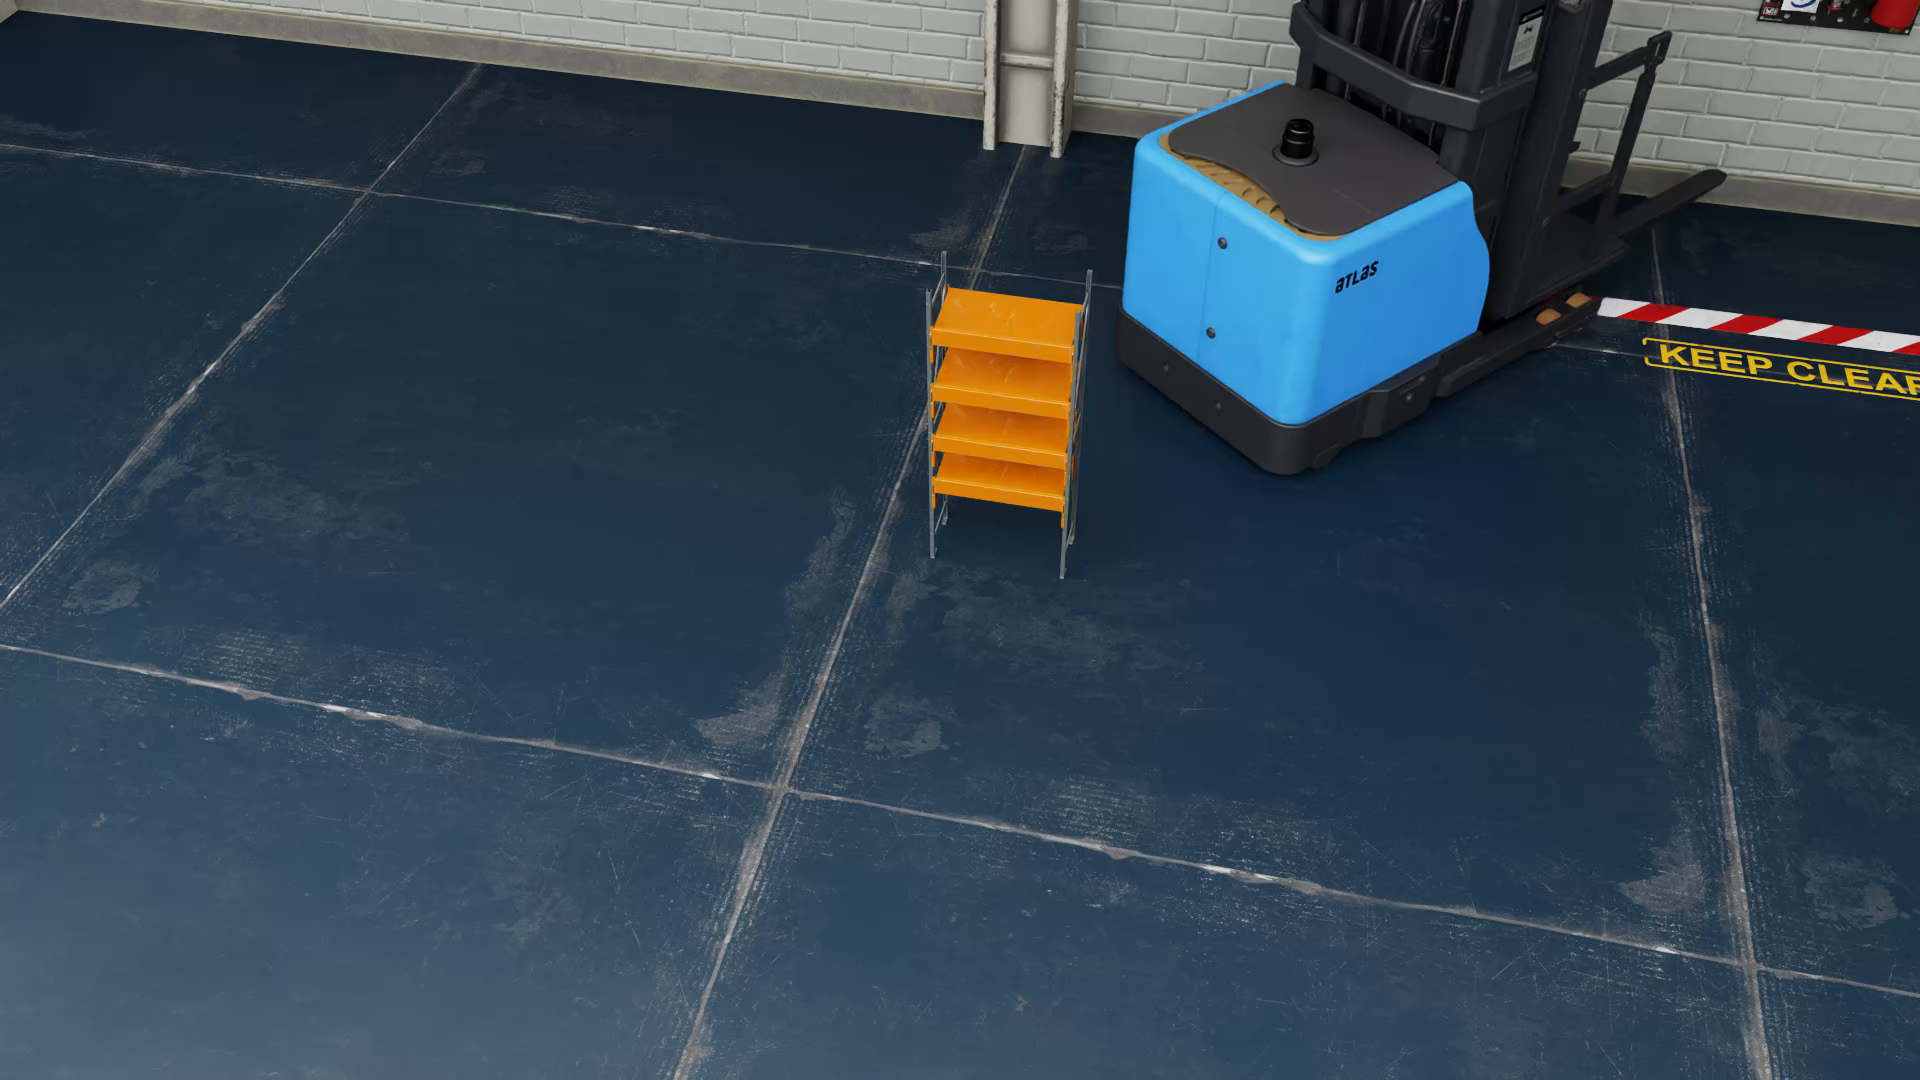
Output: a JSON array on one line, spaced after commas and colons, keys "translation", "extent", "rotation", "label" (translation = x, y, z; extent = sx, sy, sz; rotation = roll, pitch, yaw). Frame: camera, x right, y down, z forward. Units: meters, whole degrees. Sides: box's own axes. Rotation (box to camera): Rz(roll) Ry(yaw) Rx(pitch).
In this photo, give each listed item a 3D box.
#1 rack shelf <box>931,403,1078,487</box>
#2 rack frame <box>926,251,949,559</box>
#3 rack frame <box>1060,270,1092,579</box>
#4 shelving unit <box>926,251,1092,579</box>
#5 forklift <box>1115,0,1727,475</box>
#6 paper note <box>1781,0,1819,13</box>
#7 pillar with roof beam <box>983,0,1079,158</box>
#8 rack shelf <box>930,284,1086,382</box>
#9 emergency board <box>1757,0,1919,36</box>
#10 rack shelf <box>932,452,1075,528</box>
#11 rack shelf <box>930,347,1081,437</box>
[{"translation": [0.162, -0.359, 5.855], "extent": [0.480, 0.148, 0.258], "rotation": [9, 45, 9], "label": "rack shelf"}, {"translation": [-0.077, -0.444, 5.846], "extent": [0.015, 1.200, 0.240], "rotation": [9, 45, 9], "label": "rack frame"}, {"translation": [0.400, -0.370, 5.769], "extent": [0.015, 1.200, 0.240], "rotation": [9, 45, 9], "label": "rack frame"}, {"translation": [0.162, -0.407, 5.808], "extent": [0.503, 1.200, 0.258], "rotation": [9, 45, 9], "label": "shelving unit"}, {"translation": [2.133, -2.143, 6.363], "extent": [3.031, 2.935, 1.130], "rotation": [-27, 50, -25], "label": "forklift"}, {"translation": [3.635, -2.349, 7.163], "extent": [0.142, 0.148, 0.016], "rotation": [9, 45, 9], "label": "paper note"}, {"translation": [-0.599, -2.350, 2.202], "extent": [0.400, 9.000, 9.100], "rotation": [9, 45, 9], "label": "pillar with roof beam"}, {"translation": [0.162, -0.690, 5.535], "extent": [0.480, 0.148, 0.258], "rotation": [9, 45, 9], "label": "rack shelf"}, {"translation": [3.793, -2.593, 6.781], "extent": [0.643, 1.169, 0.194], "rotation": [9, 45, 9], "label": "emergency board"}, {"translation": [0.162, -0.216, 5.992], "extent": [0.480, 0.148, 0.258], "rotation": [9, 45, 9], "label": "rack shelf"}, {"translation": [0.162, -0.520, 5.699], "extent": [0.480, 0.148, 0.258], "rotation": [9, 45, 9], "label": "rack shelf"}]
